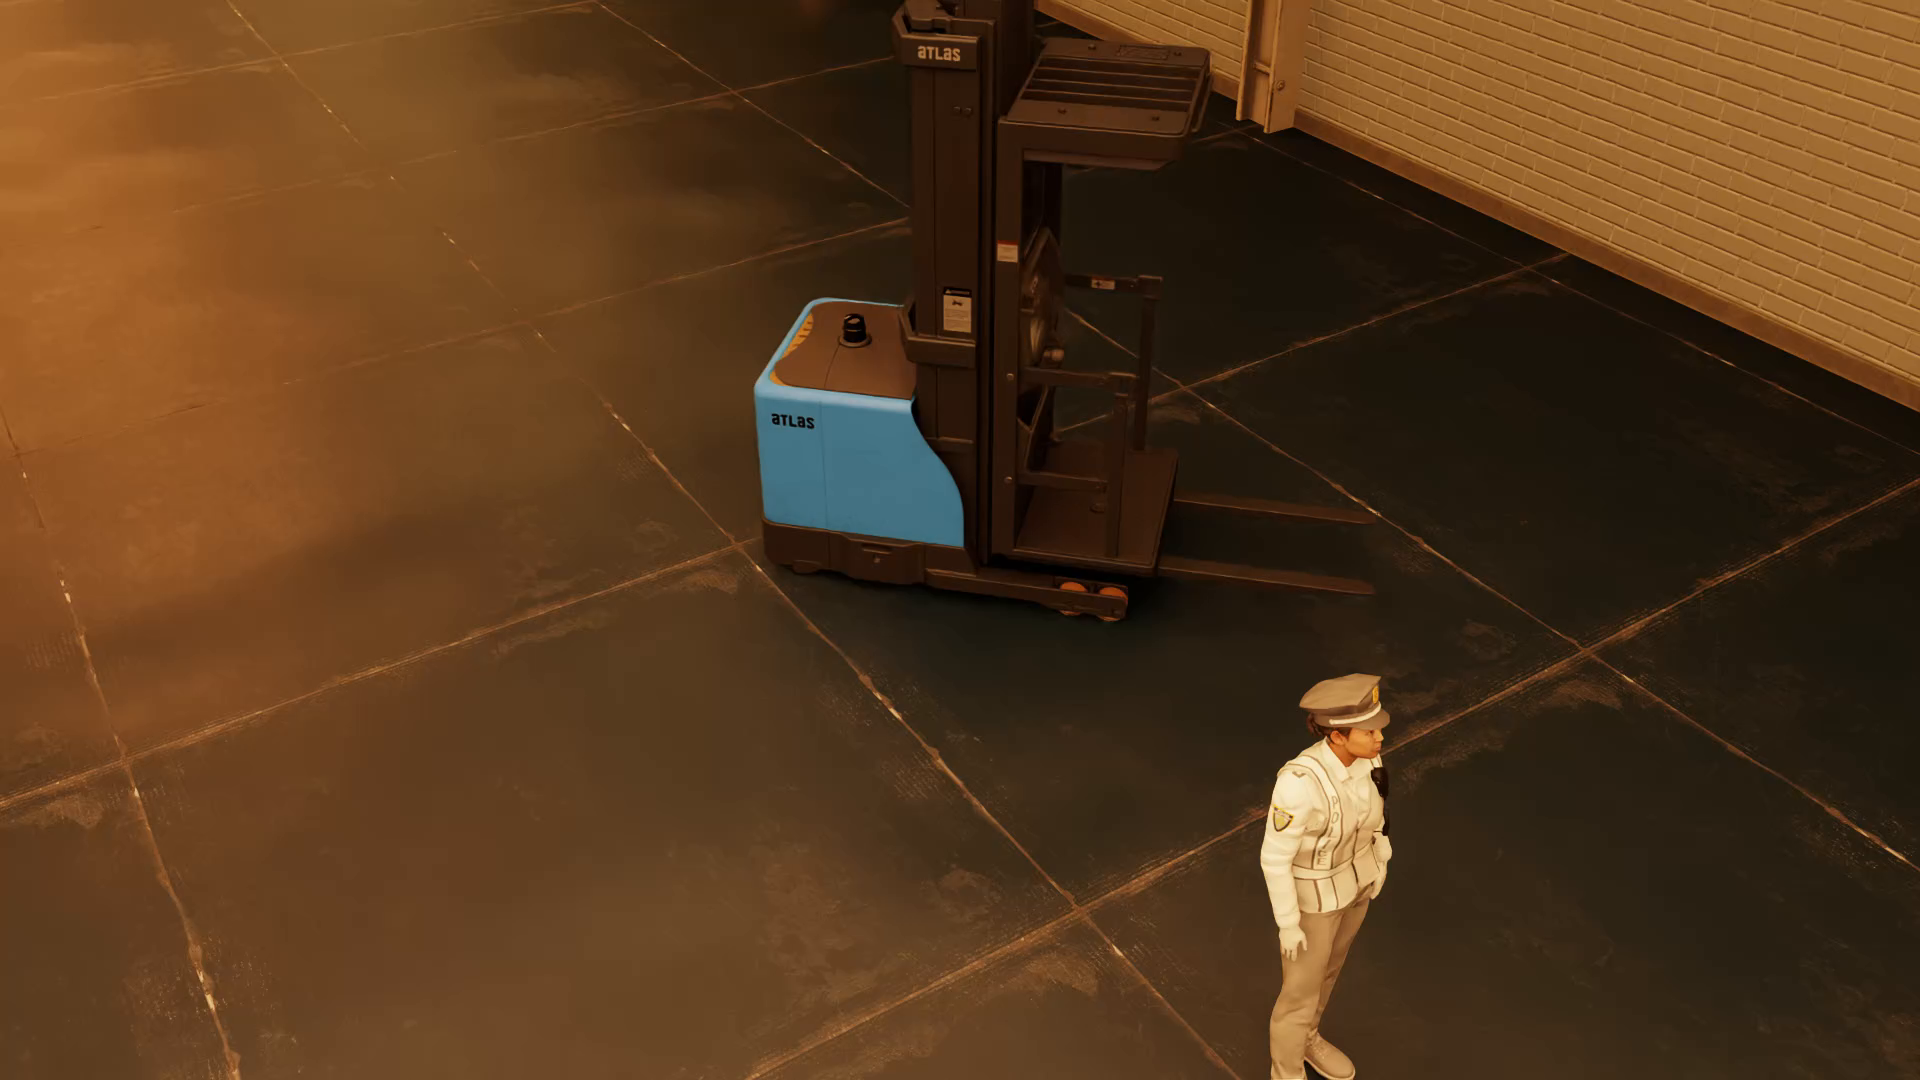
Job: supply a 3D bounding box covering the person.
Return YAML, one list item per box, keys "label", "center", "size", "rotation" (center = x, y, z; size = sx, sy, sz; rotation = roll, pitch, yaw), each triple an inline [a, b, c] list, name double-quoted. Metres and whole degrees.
- label: "person"
  center: [1.264, 1.189, 5.518]
  size: [0.586, 1.694, 0.532]
  rotation: [-28, 44, -33]

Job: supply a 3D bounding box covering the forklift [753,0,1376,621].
- label: "forklift"
  center: [0.572, -1.137, 7.767]
  size: [3.031, 2.935, 1.130]
  rotation: [7, 36, 10]
